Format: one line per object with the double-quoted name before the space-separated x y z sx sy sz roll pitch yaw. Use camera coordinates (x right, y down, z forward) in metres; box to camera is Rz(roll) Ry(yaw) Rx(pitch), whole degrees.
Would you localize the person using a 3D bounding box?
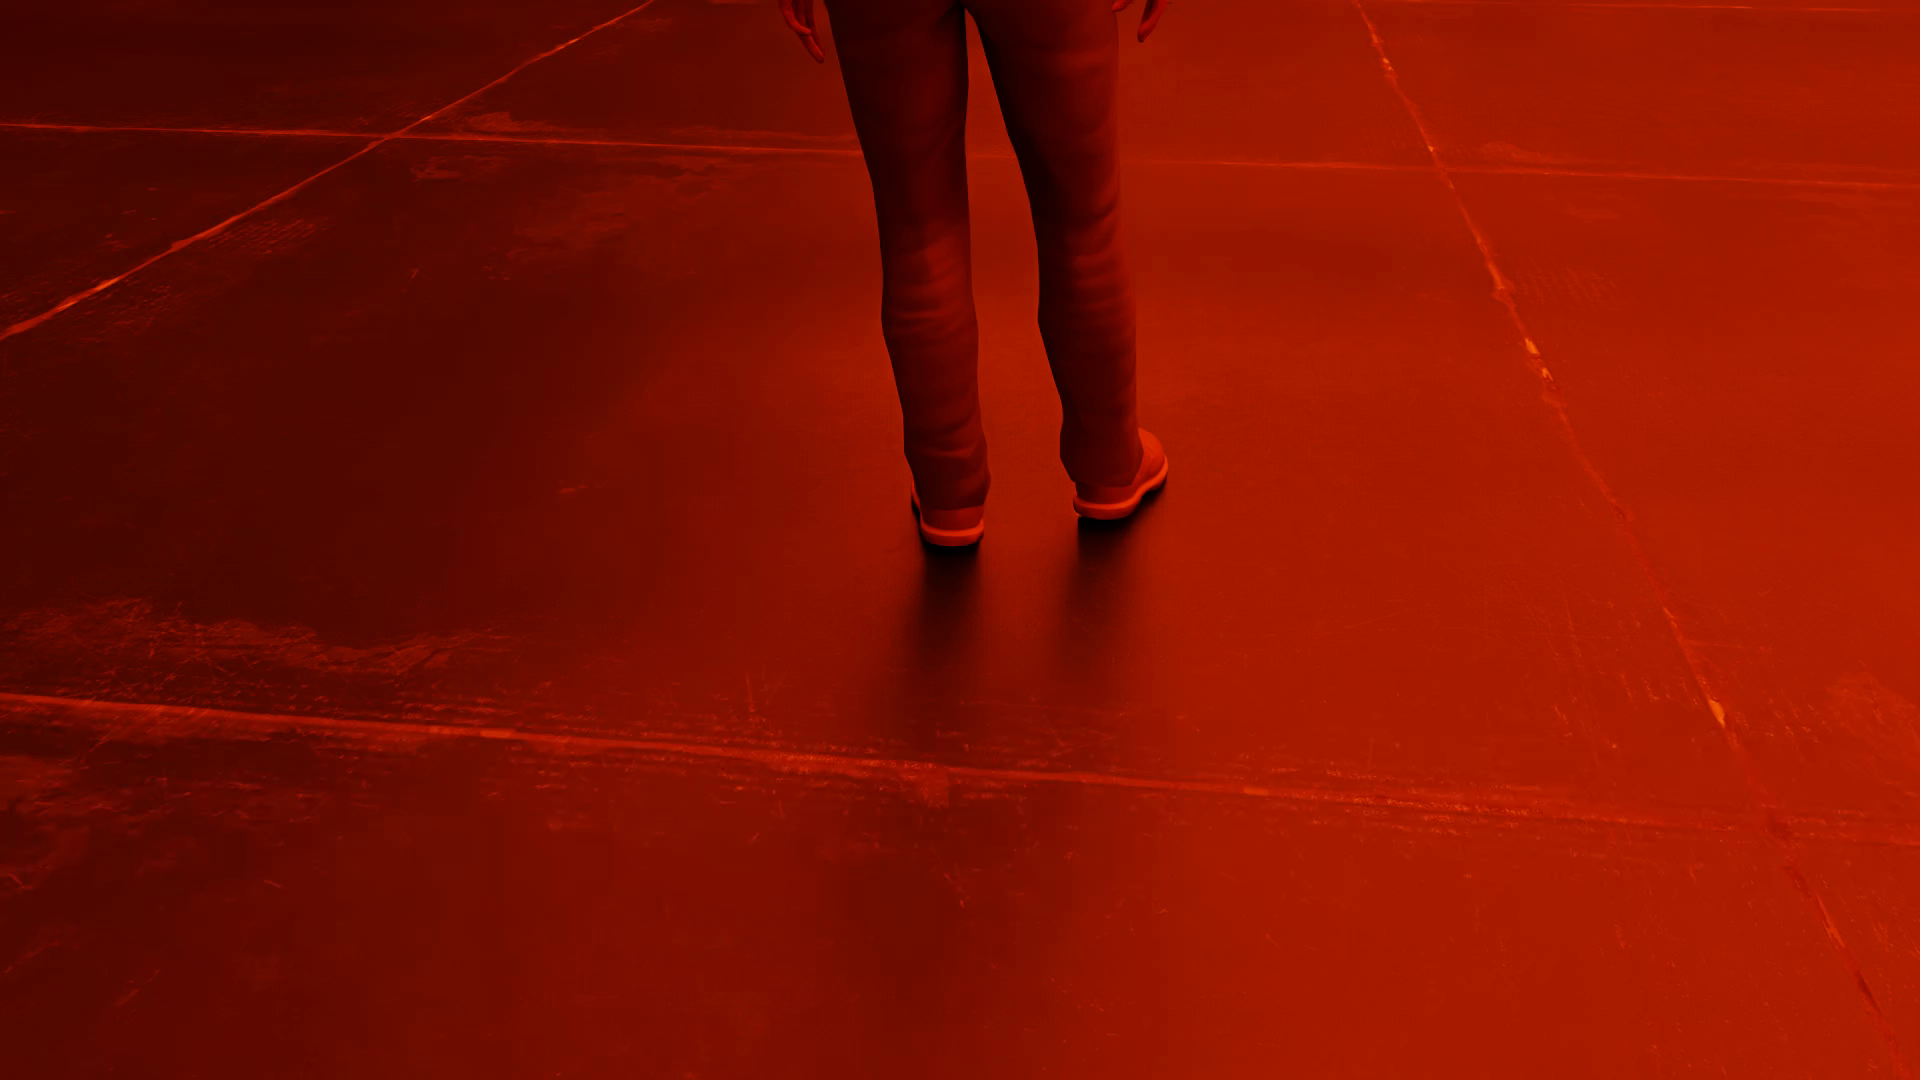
"person" 0.031 -0.785 2.203 0.569 1.656 0.503 3 27 7
